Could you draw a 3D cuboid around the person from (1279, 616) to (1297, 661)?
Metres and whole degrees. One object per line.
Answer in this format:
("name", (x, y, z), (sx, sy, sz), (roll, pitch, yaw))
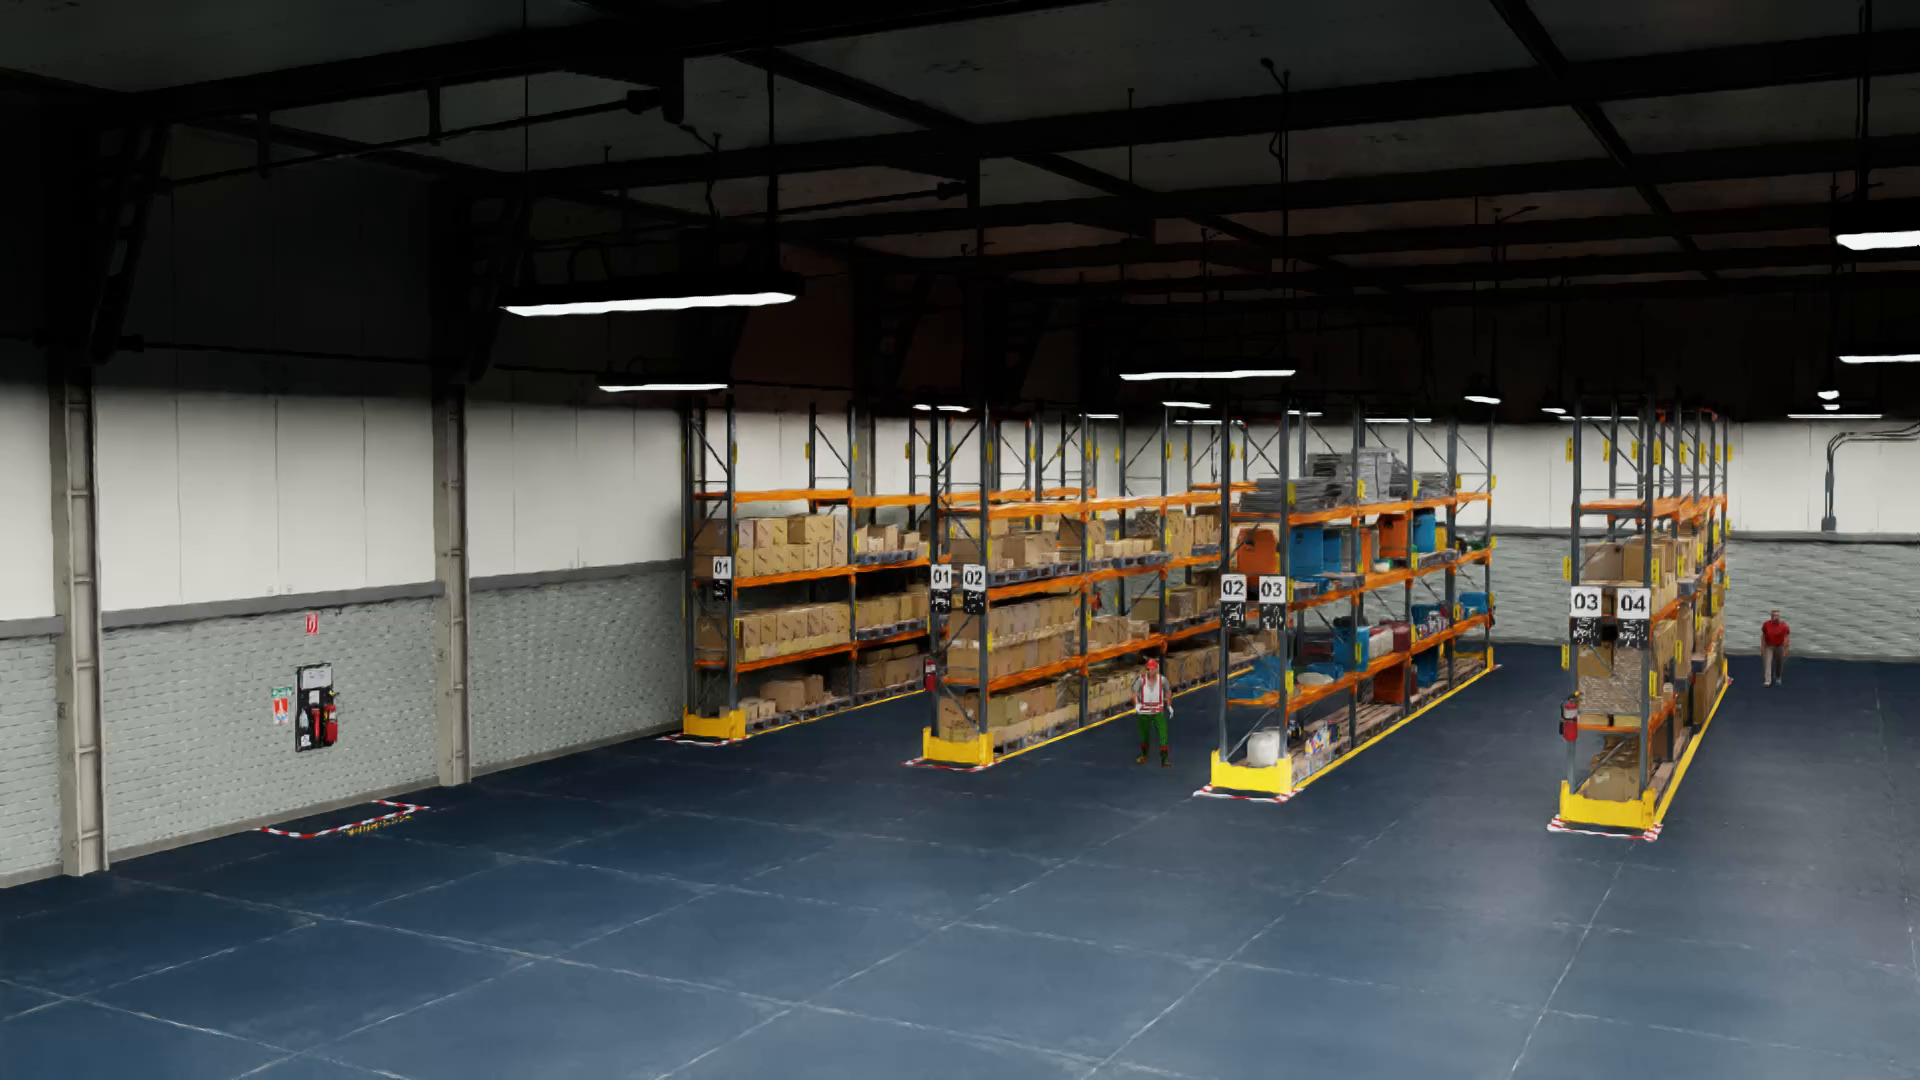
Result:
("person", (6.639, 2.369, 33.388), (0.451, 1.727, 0.584), (0, 3, -1))

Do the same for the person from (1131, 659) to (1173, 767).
("person", (3.071, 2.737, 26.510), (0.688, 1.719, 0.822), (1, 3, 11))

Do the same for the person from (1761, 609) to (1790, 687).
("person", (17.380, 2.297, 35.444), (0.540, 1.646, 1.120), (1, 3, 25))
